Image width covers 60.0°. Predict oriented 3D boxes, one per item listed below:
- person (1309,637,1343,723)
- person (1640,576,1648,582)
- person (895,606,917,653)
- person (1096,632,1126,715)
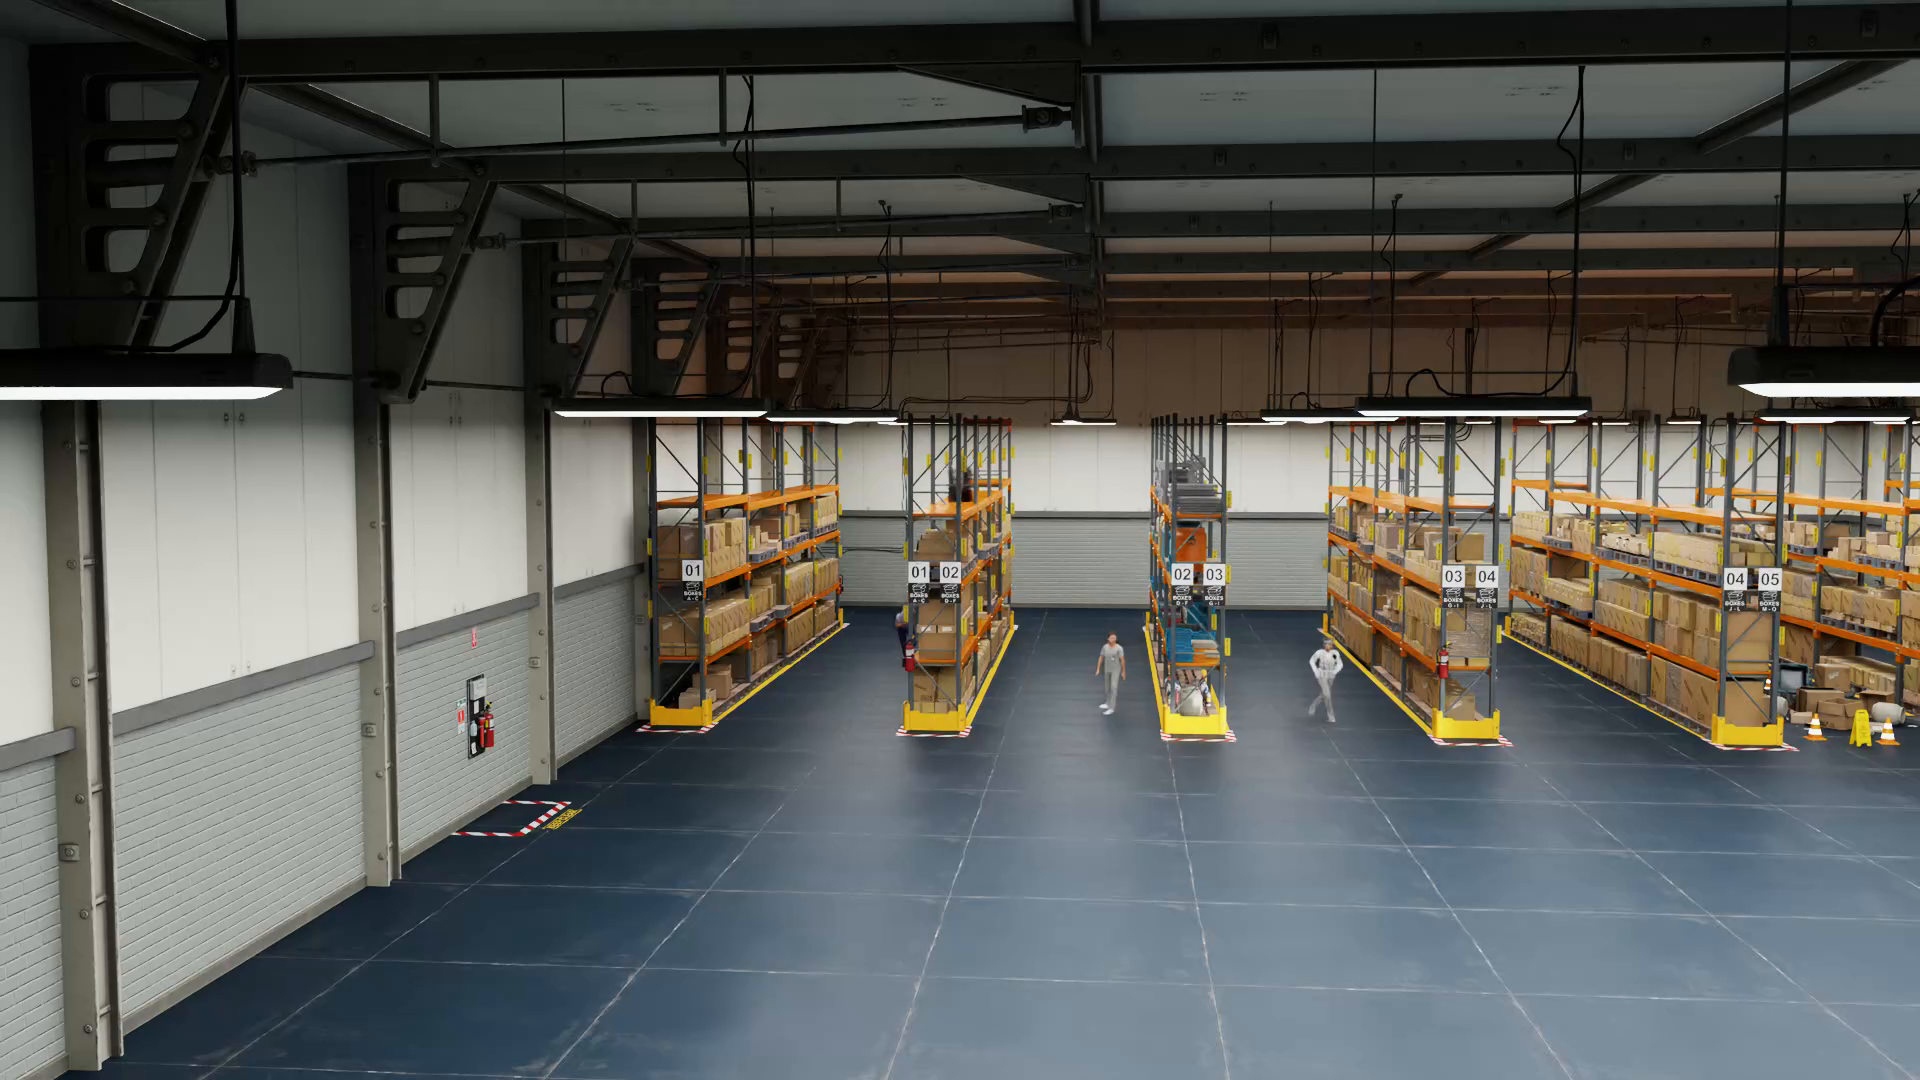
[{"bbox_3d":[7.159,2.699,32.635,0.575,1.658,0.799,-1,4,-14],"label":"person"},{"bbox_3d":[19.701,1.645,47.983,0.920,1.763,0.613,-1,4,-8],"label":"person"},{"bbox_3d":[-1.329,2.273,41.030,0.606,1.397,0.989,-1,4,-12],"label":"person"},{"bbox_3d":[3.007,2.646,33.457,0.617,1.628,0.828,2,5,31],"label":"person"}]
